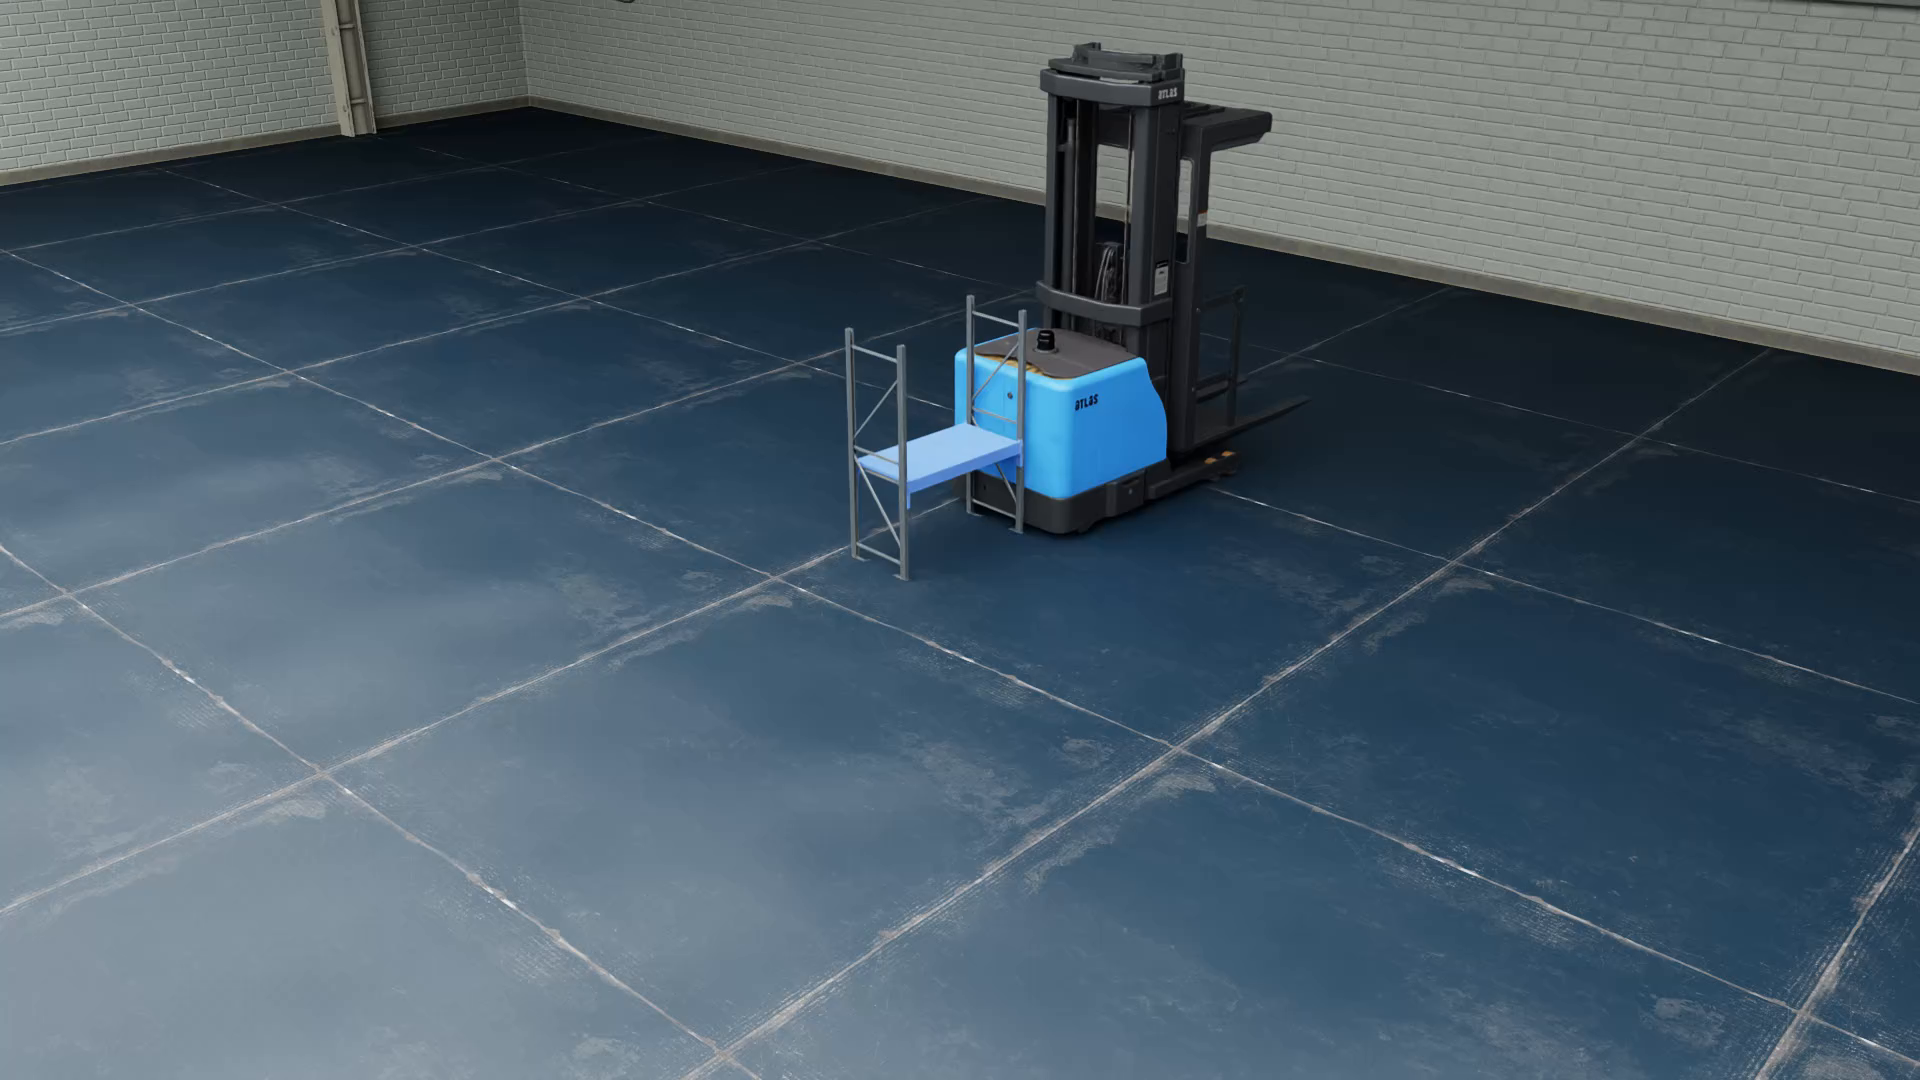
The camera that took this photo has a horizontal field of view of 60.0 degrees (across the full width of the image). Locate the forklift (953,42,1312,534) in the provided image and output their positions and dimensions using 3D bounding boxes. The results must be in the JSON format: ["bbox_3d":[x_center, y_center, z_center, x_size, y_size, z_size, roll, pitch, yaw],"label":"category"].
[{"bbox_3d":[1.356,-1.880,11.361,3.031,2.935,1.130,-22,32,-40],"label":"forklift"}]

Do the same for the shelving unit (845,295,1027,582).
[{"bbox_3d":[-0.136,-0.650,10.366,1.048,1.500,0.538,-22,32,-40],"label":"shelving unit"}]

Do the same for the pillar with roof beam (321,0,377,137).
[{"bbox_3d":[-5.339,-8.708,19.172,9.100,9.000,0.400,20,31,38],"label":"pillar with roof beam"}]

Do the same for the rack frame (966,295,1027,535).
[{"bbox_3d":[0.228,-0.795,10.690,0.032,1.500,0.500,-22,32,-40],"label":"rack frame"}]

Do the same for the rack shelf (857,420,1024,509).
[{"bbox_3d":[-0.136,-0.485,10.439,1.000,0.185,0.538,-22,32,-40],"label":"rack shelf"}]

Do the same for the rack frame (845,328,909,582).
[{"bbox_3d":[-0.499,-0.504,10.041,0.032,1.500,0.500,-22,32,-40],"label":"rack frame"}]
